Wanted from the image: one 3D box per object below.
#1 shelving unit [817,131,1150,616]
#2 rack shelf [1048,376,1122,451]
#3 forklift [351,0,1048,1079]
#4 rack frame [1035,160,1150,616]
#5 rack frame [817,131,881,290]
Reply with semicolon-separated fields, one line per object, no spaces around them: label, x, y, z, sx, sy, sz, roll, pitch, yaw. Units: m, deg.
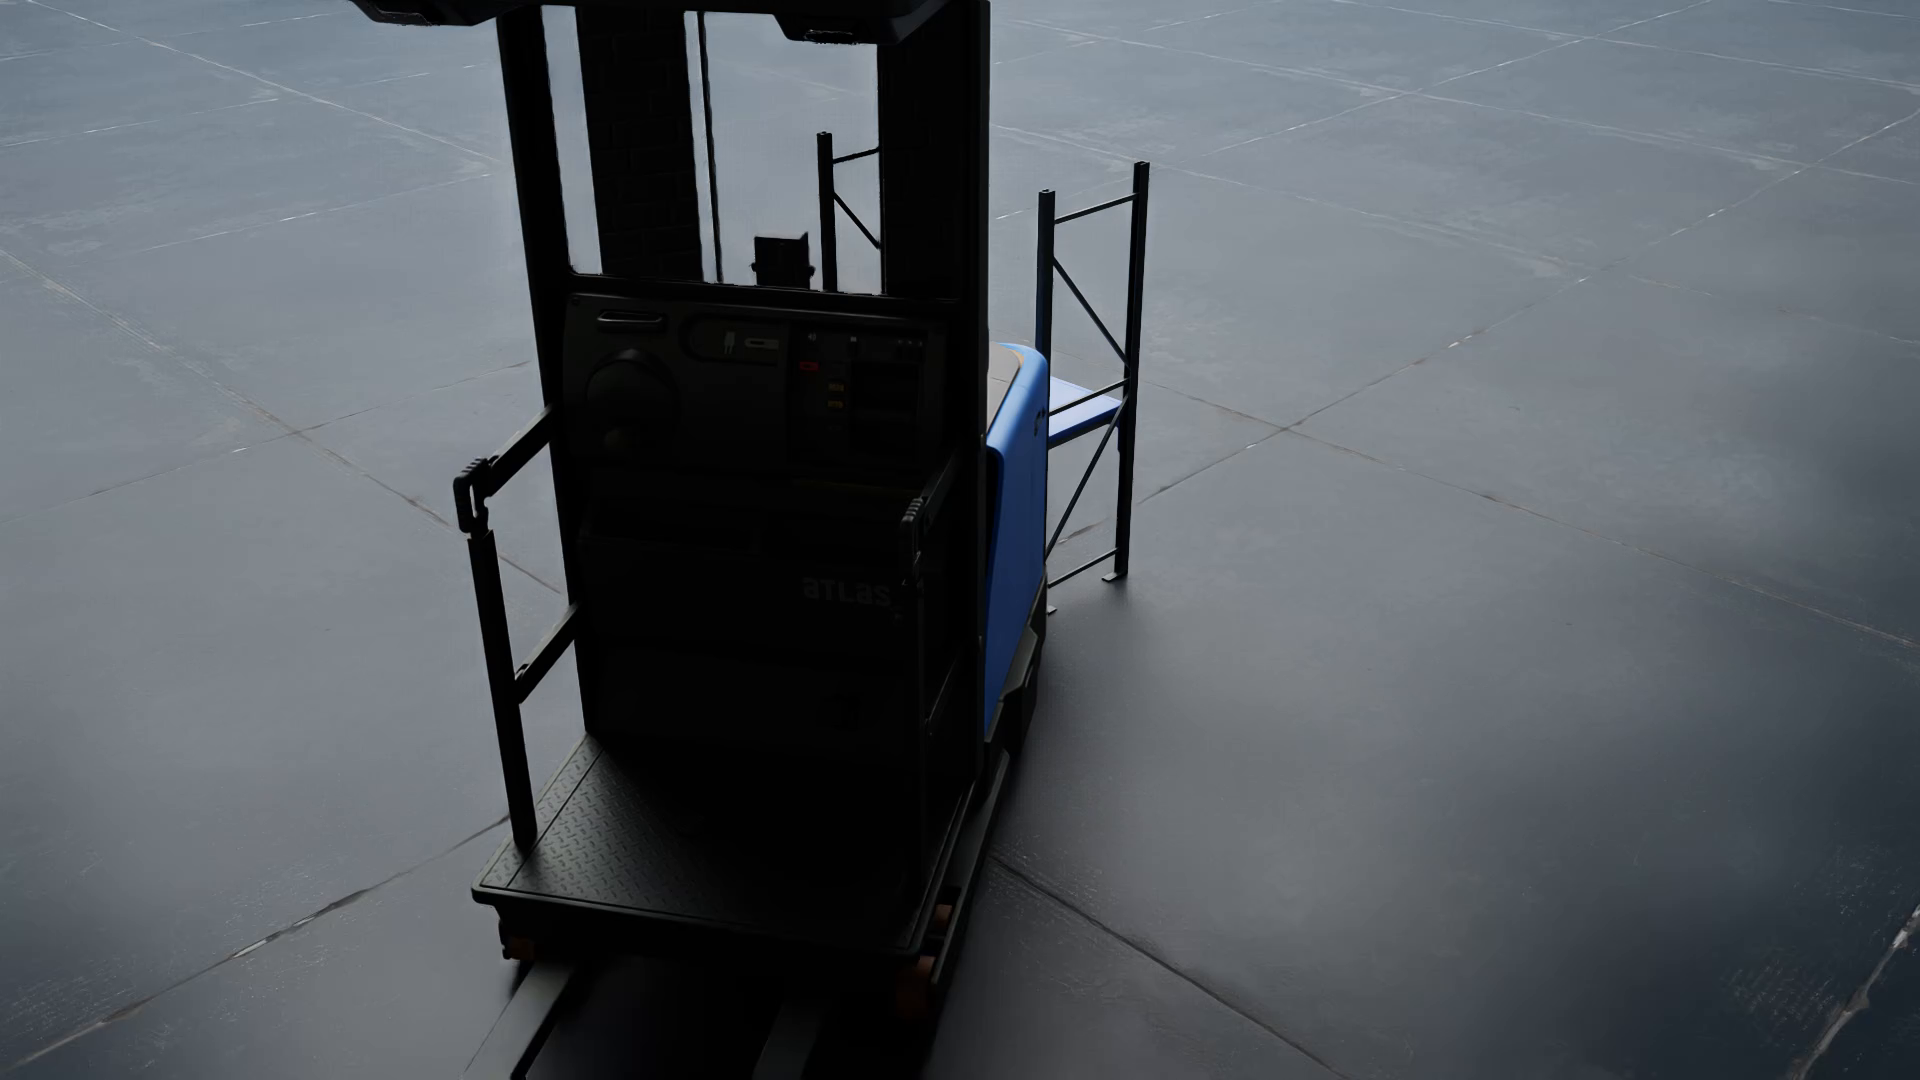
shelving unit;0.061;-0.636;5.848;1.048;1.500;0.538;25;36;38
rack shelf;0.061;-0.477;5.932;1.000;0.185;0.538;25;36;38
forklift;-0.529;-0.321;3.710;1.130;2.935;3.031;6;28;11
rack frame;0.423;-0.470;5.533;0.032;1.500;0.500;25;36;38
rack frame;-0.302;-0.802;6.163;0.032;1.500;0.500;25;36;38
